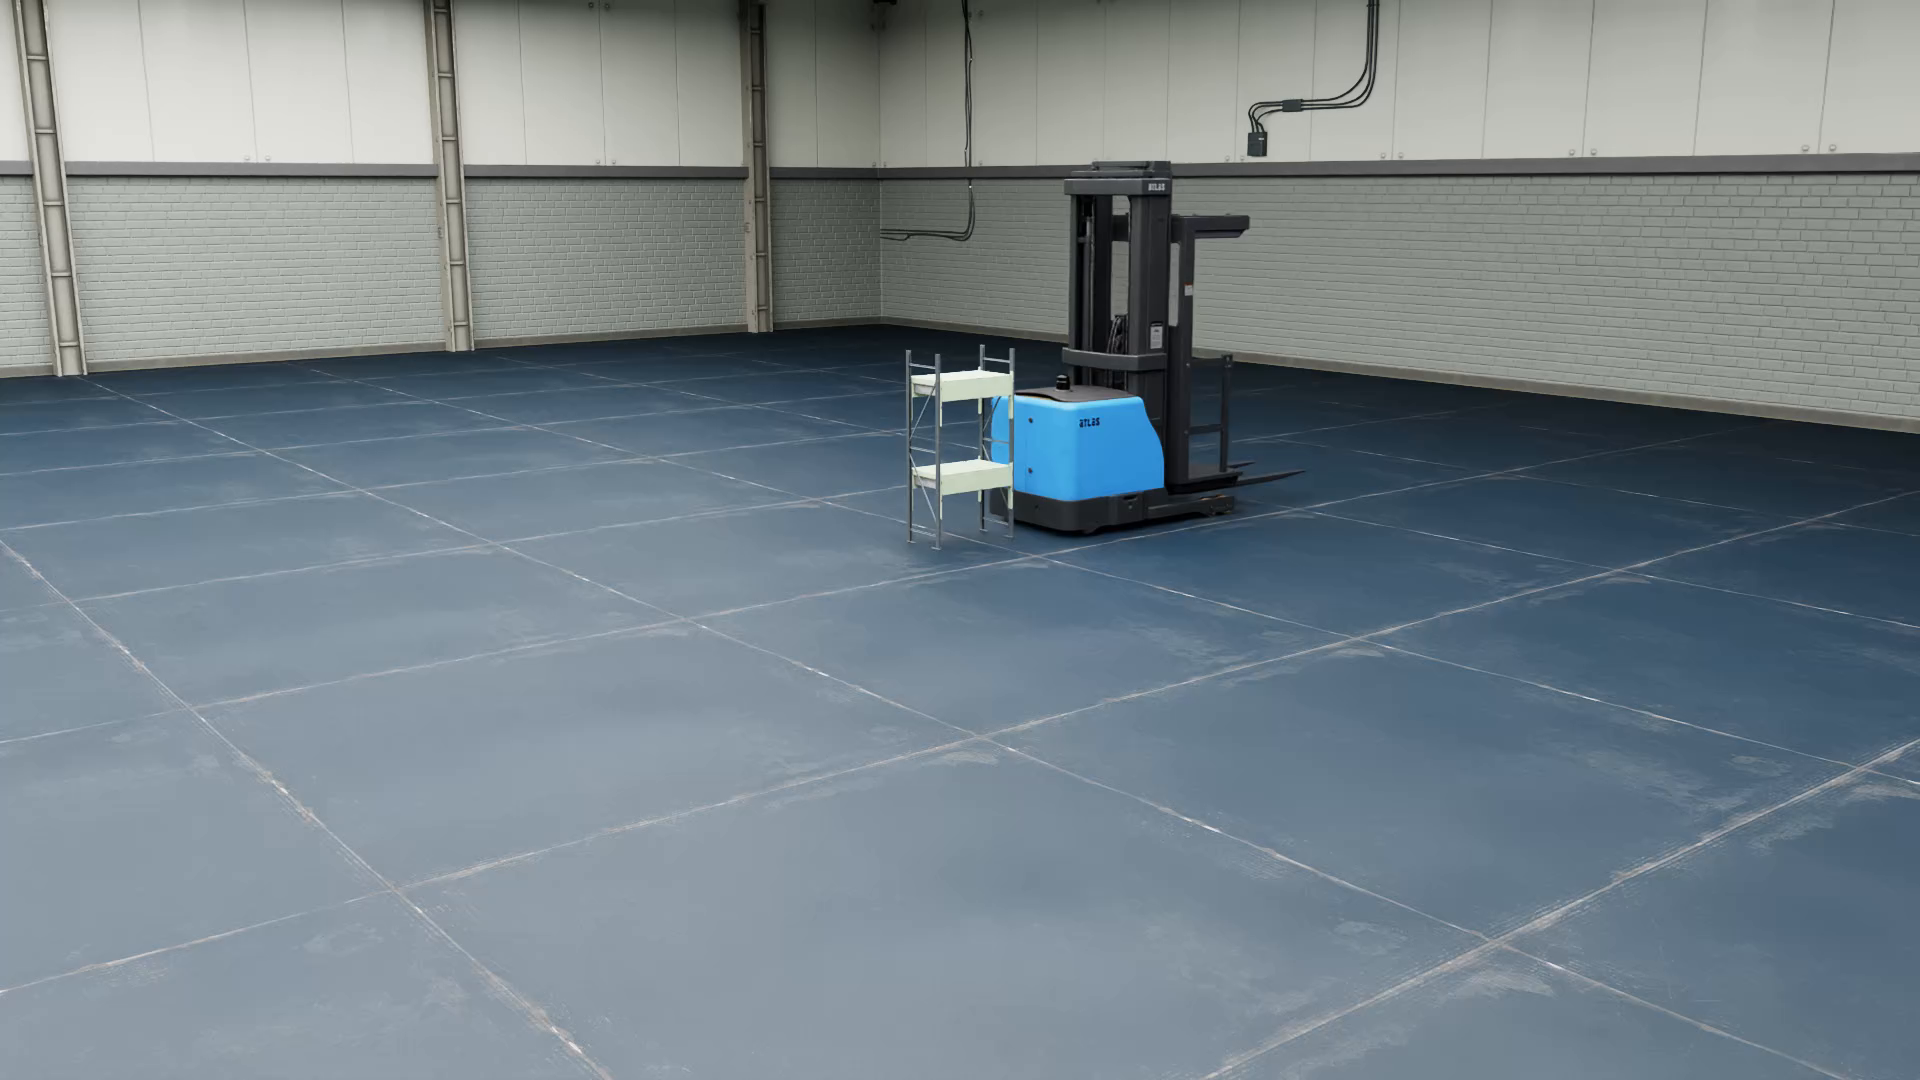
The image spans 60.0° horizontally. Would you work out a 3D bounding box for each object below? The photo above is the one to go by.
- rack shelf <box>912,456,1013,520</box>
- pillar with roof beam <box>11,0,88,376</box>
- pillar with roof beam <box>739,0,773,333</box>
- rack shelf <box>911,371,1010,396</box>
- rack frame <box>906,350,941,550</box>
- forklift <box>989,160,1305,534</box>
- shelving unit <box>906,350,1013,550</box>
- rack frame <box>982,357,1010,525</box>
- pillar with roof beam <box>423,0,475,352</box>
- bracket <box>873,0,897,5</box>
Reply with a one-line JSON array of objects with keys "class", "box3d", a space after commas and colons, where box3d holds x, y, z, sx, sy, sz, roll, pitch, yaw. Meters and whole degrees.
[{"class": "rack shelf", "box3d": [0.005, -0.416, 13.045, 0.720, 0.370, 0.431, -9, 15, -38]}, {"class": "pillar with roof beam", "box3d": [-10.529, -6.164, 20.492, 0.400, 9.000, 9.100, -9, 15, -38]}, {"class": "pillar with roof beam", "box3d": [-1.158, -7.721, 27.825, 0.400, 9.000, 9.100, -9, 15, -38]}, {"class": "rack shelf", "box3d": [0.005, -1.212, 12.876, 0.686, 0.124, 0.368, -9, 15, -38]}, {"class": "rack frame", "box3d": [-0.281, -0.687, 12.753, 0.023, 1.500, 0.400, -9, 15, -38]}, {"class": "forklift", "box3d": [1.720, -1.704, 14.095, 3.031, 2.935, 1.130, -9, 15, -37]}, {"class": "shelving unit", "box3d": [0.003, -0.734, 12.975, 0.748, 1.500, 0.431, -9, 15, -38]}, {"class": "rack frame", "box3d": [0.290, -0.782, 13.202, 0.010, 1.308, 0.380, -9, 15, -38]}, {"class": "pillar with roof beam", "box3d": [-5.844, -6.942, 24.159, 0.400, 9.000, 9.100, -9, 15, -38]}, {"class": "bracket", "box3d": [-1.451, -10.484, 32.170, 0.430, 0.232, 0.235, -9, 15, -38]}]
